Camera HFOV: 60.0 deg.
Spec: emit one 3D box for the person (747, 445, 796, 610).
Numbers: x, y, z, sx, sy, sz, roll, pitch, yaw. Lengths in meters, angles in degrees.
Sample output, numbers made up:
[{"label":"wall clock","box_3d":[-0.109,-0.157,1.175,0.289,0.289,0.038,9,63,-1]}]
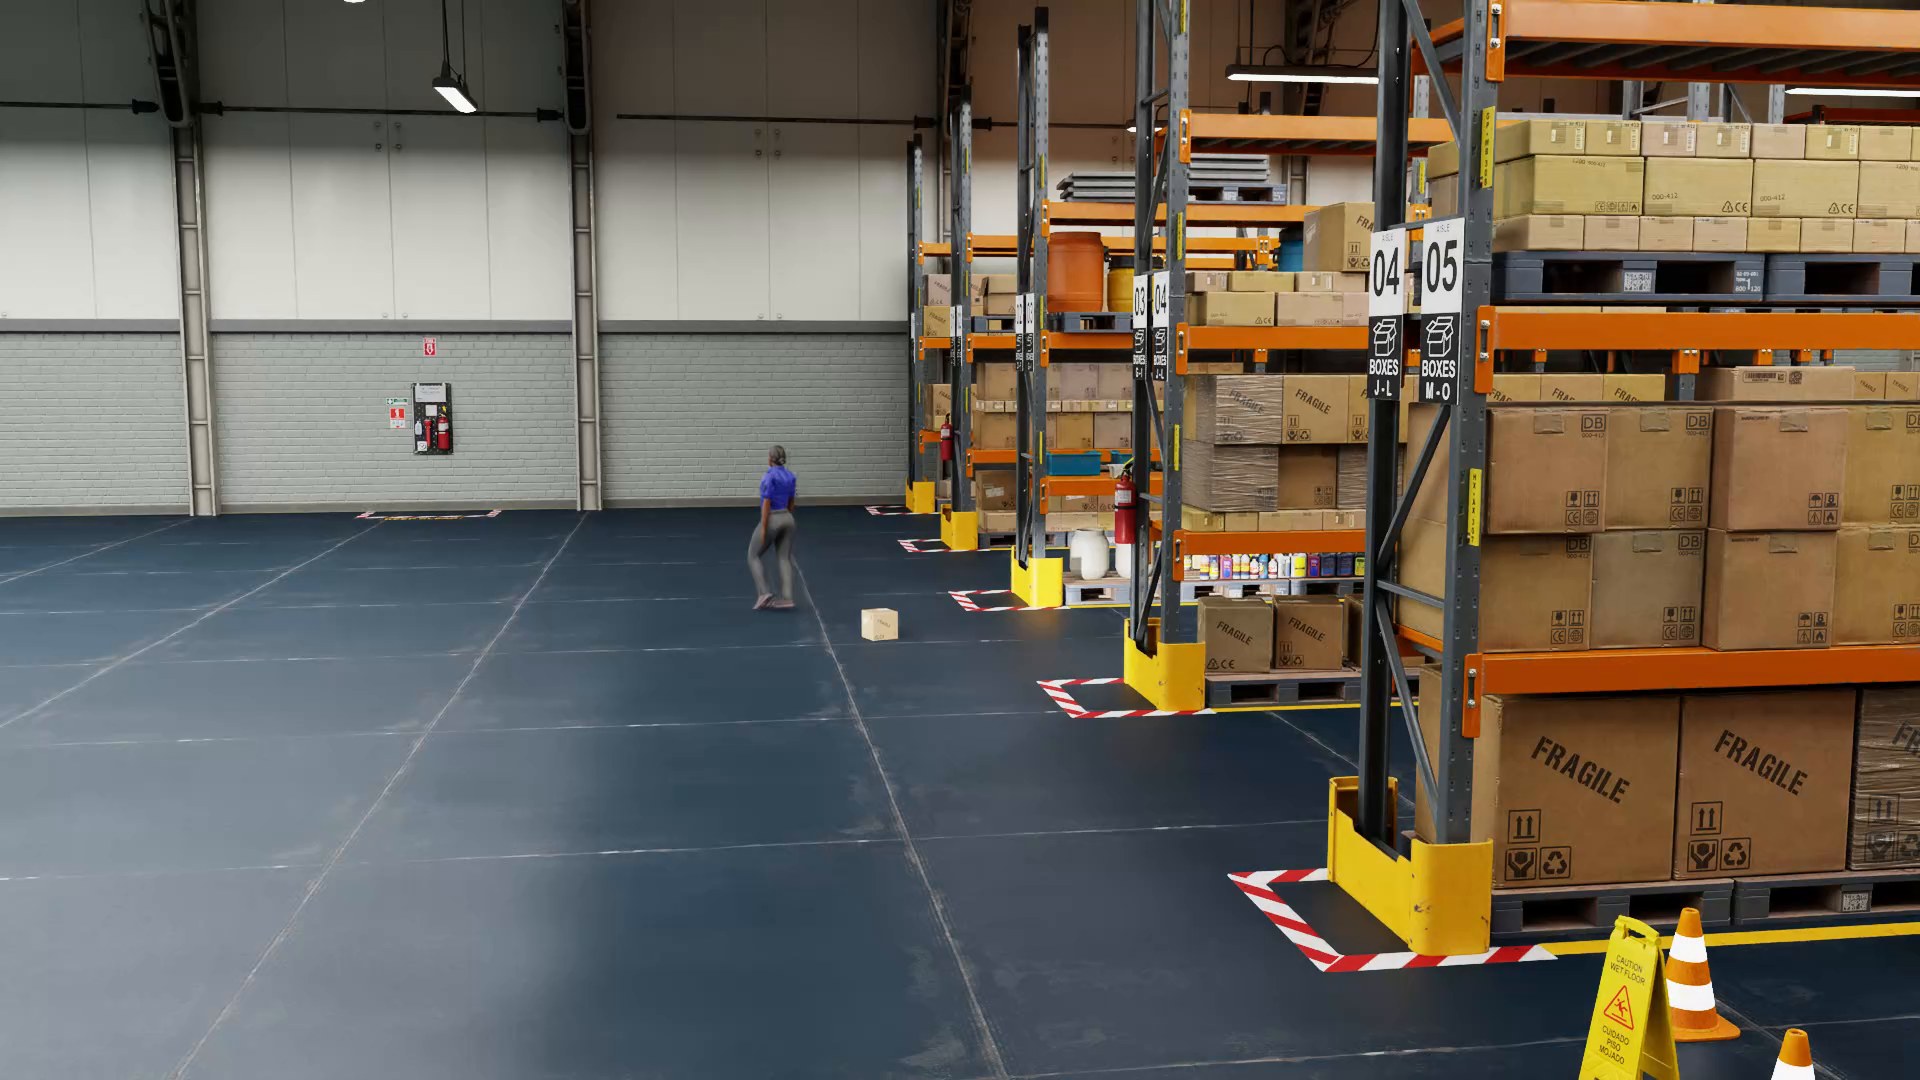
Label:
[{"label":"person","box_3d":[-1.880,-0.105,16.834,0.495,1.714,0.485,6,9,44]}]
